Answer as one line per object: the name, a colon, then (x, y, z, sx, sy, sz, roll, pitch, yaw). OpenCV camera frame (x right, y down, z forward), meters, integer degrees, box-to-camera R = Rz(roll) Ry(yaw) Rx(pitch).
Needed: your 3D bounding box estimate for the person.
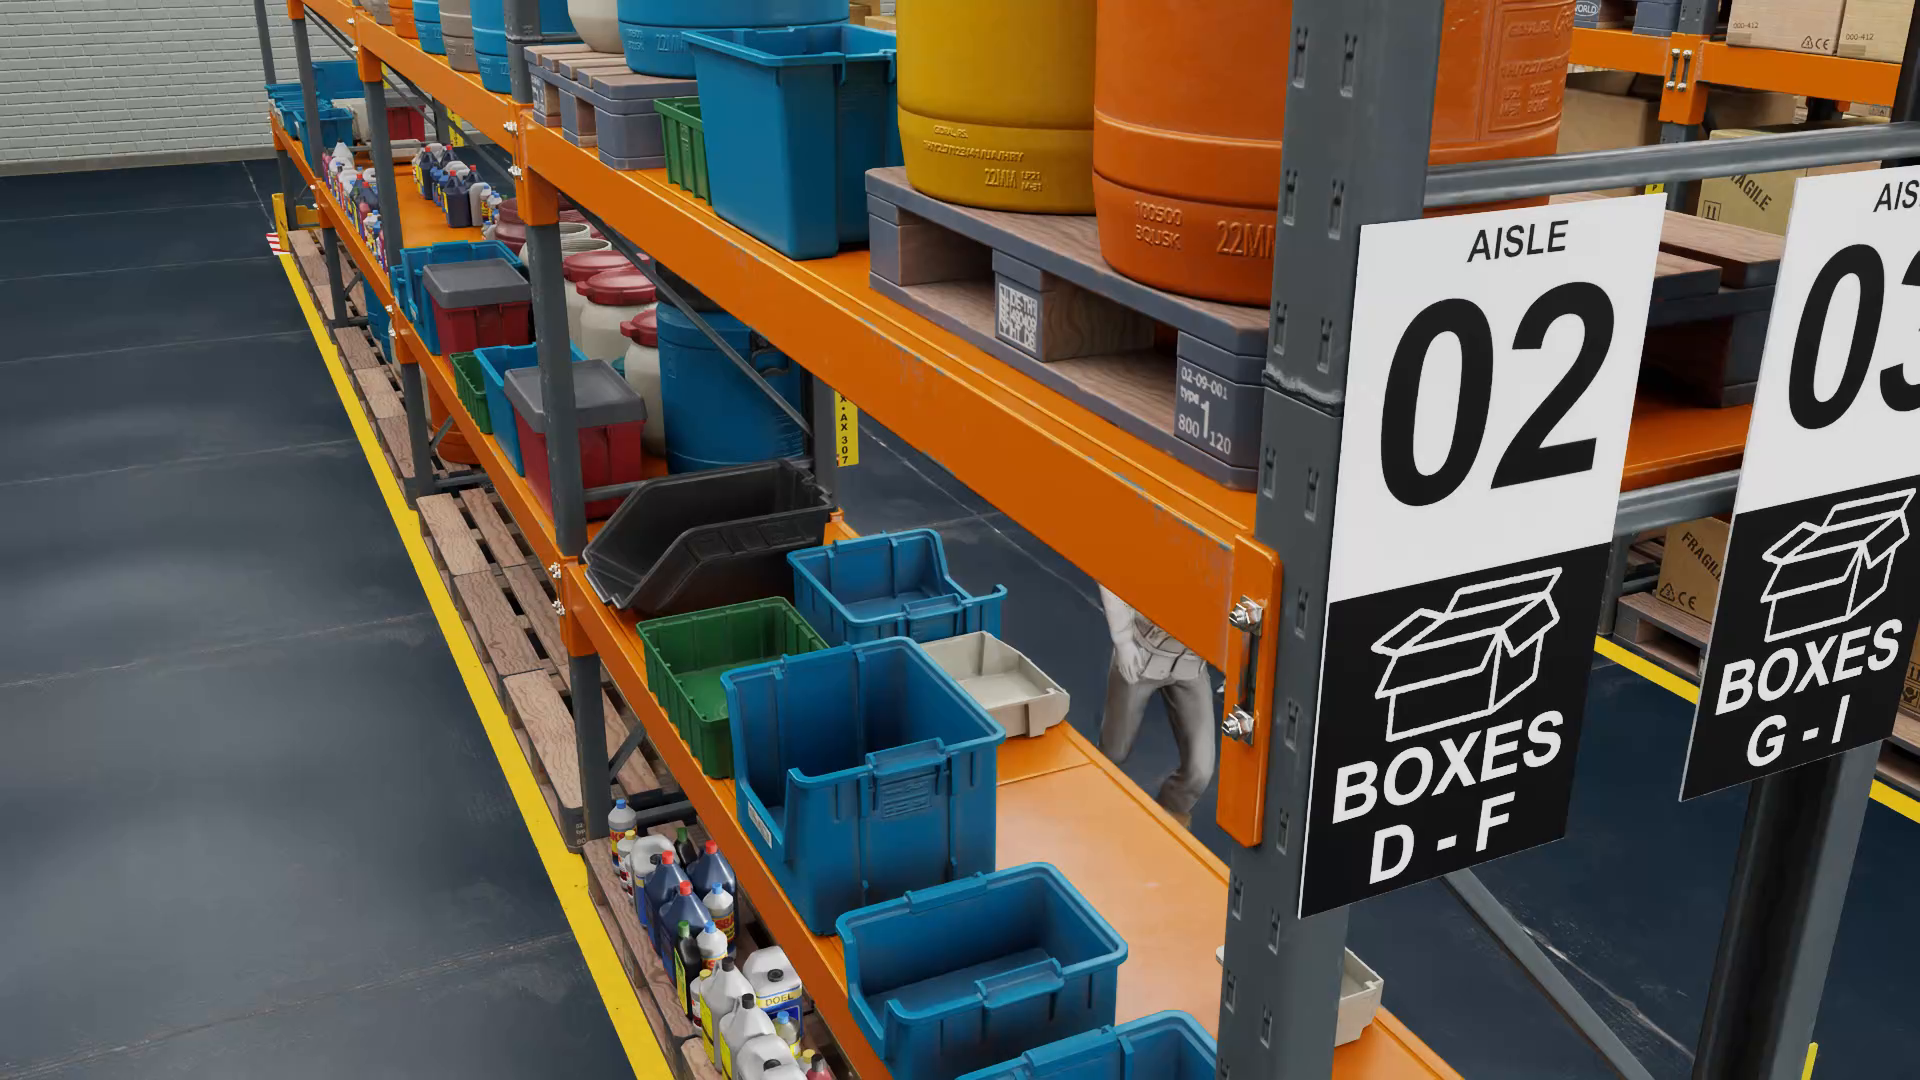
person: (0.804, 0.508, 6.113, 0.629, 1.481, 0.839, -5, 23, -12)
